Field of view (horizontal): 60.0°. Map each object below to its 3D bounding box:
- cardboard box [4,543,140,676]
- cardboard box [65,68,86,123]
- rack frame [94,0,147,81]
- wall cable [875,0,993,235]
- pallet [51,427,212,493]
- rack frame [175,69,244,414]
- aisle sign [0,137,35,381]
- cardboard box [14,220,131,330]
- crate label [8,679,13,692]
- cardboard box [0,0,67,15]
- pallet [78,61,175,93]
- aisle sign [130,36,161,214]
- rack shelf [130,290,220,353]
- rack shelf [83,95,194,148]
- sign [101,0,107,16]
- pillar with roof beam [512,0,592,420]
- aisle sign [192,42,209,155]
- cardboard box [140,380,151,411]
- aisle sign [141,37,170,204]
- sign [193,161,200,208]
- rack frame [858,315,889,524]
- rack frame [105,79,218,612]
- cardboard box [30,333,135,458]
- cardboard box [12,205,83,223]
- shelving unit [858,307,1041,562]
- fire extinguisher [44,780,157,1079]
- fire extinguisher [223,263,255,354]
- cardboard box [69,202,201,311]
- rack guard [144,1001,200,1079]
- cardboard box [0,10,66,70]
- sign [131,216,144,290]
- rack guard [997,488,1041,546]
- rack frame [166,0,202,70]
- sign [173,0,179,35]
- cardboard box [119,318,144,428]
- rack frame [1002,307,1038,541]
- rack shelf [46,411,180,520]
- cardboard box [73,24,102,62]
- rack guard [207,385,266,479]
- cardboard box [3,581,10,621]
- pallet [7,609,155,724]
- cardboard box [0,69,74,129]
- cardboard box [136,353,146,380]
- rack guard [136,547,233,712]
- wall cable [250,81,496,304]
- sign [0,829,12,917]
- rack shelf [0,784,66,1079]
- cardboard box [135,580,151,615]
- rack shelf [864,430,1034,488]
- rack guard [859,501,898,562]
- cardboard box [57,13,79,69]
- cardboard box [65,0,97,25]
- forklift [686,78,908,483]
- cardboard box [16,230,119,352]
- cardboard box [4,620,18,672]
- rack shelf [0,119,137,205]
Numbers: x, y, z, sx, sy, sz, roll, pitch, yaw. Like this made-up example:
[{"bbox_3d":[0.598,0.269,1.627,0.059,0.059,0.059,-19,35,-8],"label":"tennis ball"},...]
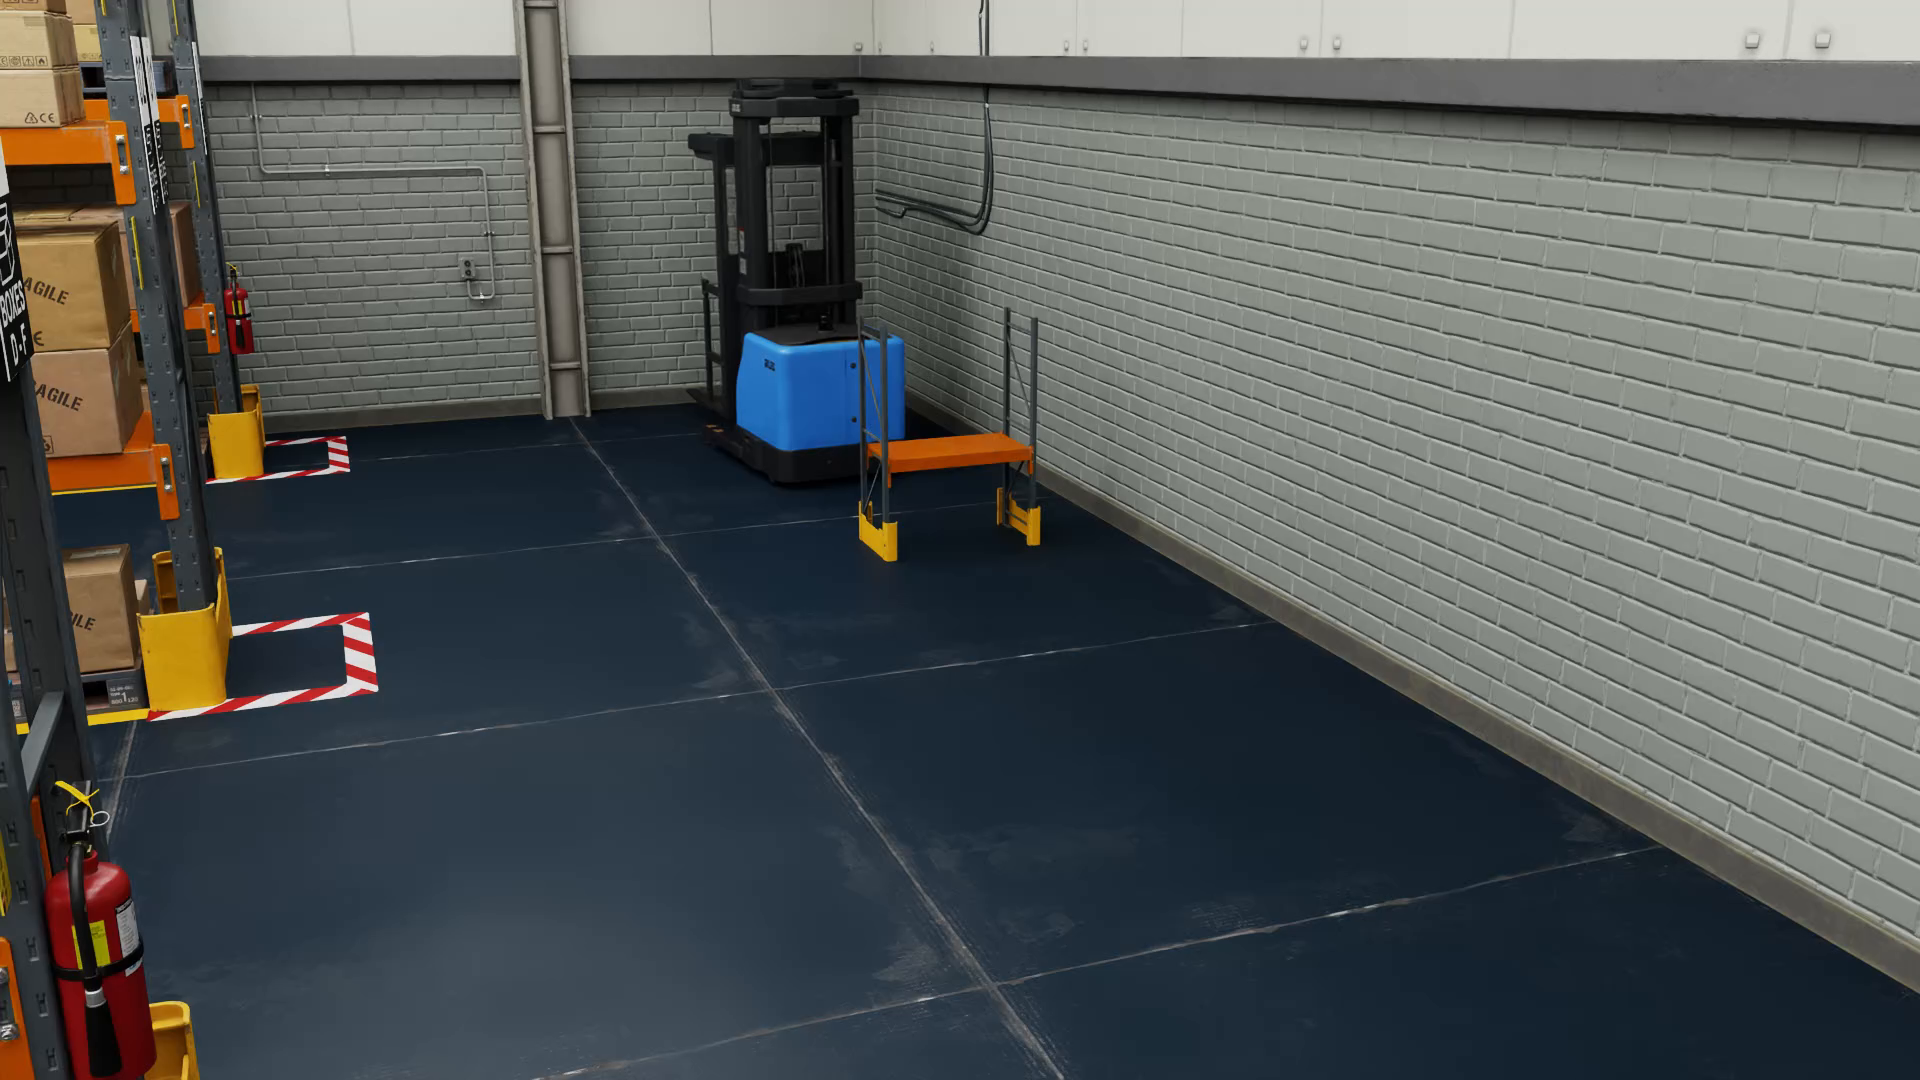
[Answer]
[{"bbox_3d":[-4.386,0.346,8.252,0.500,0.500,0.500,-6,17,-20],"label":"cardboard box"},{"bbox_3d":[-4.537,-2.144,8.019,0.500,0.250,0.500,-6,17,-20],"label":"cardboard box"},{"bbox_3d":[-3.966,-3.640,7.524,0.127,3.000,1.000,-6,17,-20],"label":"rack frame"},{"bbox_3d":[-0.333,-3.930,14.020,0.112,2.526,3.097,-6,17,-20],"label":"wall cable"},{"bbox_3d":[-6.461,-0.626,12.854,1.213,0.211,1.003,-6,17,-20],"label":"pallet"},{"bbox_3d":[-5.742,-2.065,12.806,0.127,3.000,1.000,-6,17,-20],"label":"rack frame"},{"bbox_3d":[-2.237,-0.791,3.854,0.004,0.787,0.394,-6,17,-20],"label":"aisle sign"},{"bbox_3d":[-4.475,-1.314,8.298,0.500,0.500,0.500,-6,17,-18],"label":"cardboard box"},{"bbox_3d":[-2.546,0.532,4.155,0.303,0.233,0.416,-6,17,-20],"label":"crate label"},{"bbox_3d":[-4.440,-2.673,7.601,0.500,0.500,0.700,-6,17,-20],"label":"cardboard box"},{"bbox_3d":[-6.431,-3.384,12.132,1.213,0.211,1.003,-6,17,-20],"label":"pallet"},{"bbox_3d":[-3.793,-1.936,7.752,0.004,0.787,0.394,-6,17,-20],"label":"aisle sign"},{"bbox_3d":[-7.610,-1.518,12.221,4.000,0.370,1.077,-6,17,-20],"label":"rack shelf"},{"bbox_3d":[-7.610,-2.957,11.798,4.000,0.370,1.077,-6,17,-20],"label":"rack shelf"},{"bbox_3d":[-3.786,-2.478,7.318,0.005,0.325,0.100,-6,17,-20],"label":"sign"},{"bbox_3d":[-1.990,-4.310,9.806,0.400,9.000,9.100,-6,17,-20],"label":"pillar with roof beam"},{"bbox_3d":[-5.568,-3.241,12.196,0.004,0.787,0.394,-6,17,-20],"label":"aisle sign"},{"bbox_3d":[-6.360,-0.970,12.769,0.500,0.500,0.700,-6,17,-20],"label":"cardboard box"},{"bbox_3d":[-4.008,-2.093,8.289,0.004,0.787,0.394,-6,17,-20],"label":"aisle sign"},{"bbox_3d":[-5.561,-2.590,12.119,0.005,0.325,0.100,-6,17,-20],"label":"sign"},{"bbox_3d":[-0.554,-0.660,10.683,0.032,1.500,0.500,-6,17,-20],"label":"rack frame"},{"bbox_3d":[-3.966,-0.762,8.369,0.127,3.000,1.000,-6,17,-20],"label":"rack frame"},{"bbox_3d":[-4.287,-0.693,7.957,0.500,0.500,0.500,-6,17,-18],"label":"cardboard box"},{"bbox_3d":[-6.890,-2.078,12.320,0.700,0.700,0.980,-6,18,-21],"label":"cardboard box"},{"bbox_3d":[-0.071,-0.712,10.861,1.083,1.500,0.587,-6,17,-20],"label":"shelving unit"},{"bbox_3d":[-1.894,0.862,3.638,0.183,0.674,0.296,-6,17,-20],"label":"fire extinguisher"},{"bbox_3d":[-5.436,-1.743,12.508,0.183,0.674,0.296,-6,17,-20],"label":"fire extinguisher"},{"bbox_3d":[-6.215,-2.155,12.580,0.700,0.700,0.980,-5,17,-18],"label":"cardboard box"},{"bbox_3d":[-2.180,1.735,4.302,0.348,0.500,1.175,-6,17,-20],"label":"rack guard"},{"bbox_3d":[-4.355,-2.250,7.492,0.500,0.250,0.500,-6,17,-20],"label":"cardboard box"},{"bbox_3d":[-3.786,-1.321,7.657,0.005,0.325,0.100,-6,17,-20],"label":"sign"},{"bbox_3d":[0.394,-0.162,11.208,0.087,0.250,0.587,-6,17,-20],"label":"rack guard"},{"bbox_3d":[-5.742,-4.943,11.961,0.127,3.000,1.000,-6,17,-20],"label":"rack frame"},{"bbox_3d":[-5.561,-3.747,11.779,0.005,0.325,0.100,-6,17,-20],"label":"sign"},{"bbox_3d":[-4.475,-0.835,8.439,0.500,0.500,0.500,-6,17,-19],"label":"cardboard box"},{"bbox_3d":[0.395,-0.762,11.032,0.032,1.500,0.500,-6,17,-20],"label":"rack frame"},{"bbox_3d":[-5.834,-0.215,7.784,4.000,0.370,1.077,-6,17,-20],"label":"rack shelf"},{"bbox_3d":[-6.331,-3.538,11.842,0.500,0.250,0.500,-6,17,-18],"label":"cardboard box"},{"bbox_3d":[-5.720,-0.868,13.167,0.348,0.500,1.175,-6,17,-20],"label":"rack guard"},{"bbox_3d":[-5.043,0.377,8.590,0.500,0.250,0.500,-6,17,-20],"label":"cardboard box"},{"bbox_3d":[-4.781,0.664,8.461,1.213,0.211,1.003,-6,17,-20],"label":"pallet"},{"bbox_3d":[-4.352,-2.008,7.555,0.500,0.250,0.500,-6,17,-20],"label":"cardboard box"},{"bbox_3d":[-6.315,-1.347,12.900,0.250,0.149,0.380,-6,17,-20],"label":"cardboard box"},{"bbox_3d":[-4.037,0.445,8.695,0.348,0.500,1.175,-6,17,-20],"label":"rack guard"},{"bbox_3d":[-4.885,-2.930,13.950,1.851,1.984,0.084,-6,17,-20],"label":"wall cable"},{"bbox_3d":[-1.985,0.607,3.420,0.005,0.325,0.100,-6,17,-20],"label":"sign"},{"bbox_3d":[-4.065,1.089,3.345,4.000,0.370,1.077,-6,17,-20],"label":"rack shelf"},{"bbox_3d":[-4.480,0.347,8.873,0.250,0.149,0.380,-6,17,-20],"label":"cardboard box"},{"bbox_3d":[-0.080,-0.538,10.908,1.000,0.185,0.538,-6,17,-20],"label":"rack shelf"},{"bbox_3d":[-0.536,-0.062,10.866,0.087,0.250,0.587,-6,17,-20],"label":"rack guard"},{"bbox_3d":[-4.539,-2.386,7.954,0.500,0.250,0.500,-6,17,-20],"label":"cardboard box"},{"bbox_3d":[-6.328,-3.896,11.730,0.500,0.500,0.500,-6,17,-20],"label":"cardboard box"},{"bbox_3d":[-1.494,-2.197,13.379,1.130,2.935,3.031,-8,18,-25],"label":"forklift"},{"bbox_3d":[-4.284,-1.172,7.815,0.500,0.500,0.500,-6,18,-21],"label":"cardboard box"},{"bbox_3d":[-4.796,0.523,8.241,0.250,0.166,0.380,-6,17,-20],"label":"cardboard box"},{"bbox_3d":[-5.834,-1.654,7.361,4.000,0.370,1.077,-6,17,-20],"label":"rack shelf"}]
